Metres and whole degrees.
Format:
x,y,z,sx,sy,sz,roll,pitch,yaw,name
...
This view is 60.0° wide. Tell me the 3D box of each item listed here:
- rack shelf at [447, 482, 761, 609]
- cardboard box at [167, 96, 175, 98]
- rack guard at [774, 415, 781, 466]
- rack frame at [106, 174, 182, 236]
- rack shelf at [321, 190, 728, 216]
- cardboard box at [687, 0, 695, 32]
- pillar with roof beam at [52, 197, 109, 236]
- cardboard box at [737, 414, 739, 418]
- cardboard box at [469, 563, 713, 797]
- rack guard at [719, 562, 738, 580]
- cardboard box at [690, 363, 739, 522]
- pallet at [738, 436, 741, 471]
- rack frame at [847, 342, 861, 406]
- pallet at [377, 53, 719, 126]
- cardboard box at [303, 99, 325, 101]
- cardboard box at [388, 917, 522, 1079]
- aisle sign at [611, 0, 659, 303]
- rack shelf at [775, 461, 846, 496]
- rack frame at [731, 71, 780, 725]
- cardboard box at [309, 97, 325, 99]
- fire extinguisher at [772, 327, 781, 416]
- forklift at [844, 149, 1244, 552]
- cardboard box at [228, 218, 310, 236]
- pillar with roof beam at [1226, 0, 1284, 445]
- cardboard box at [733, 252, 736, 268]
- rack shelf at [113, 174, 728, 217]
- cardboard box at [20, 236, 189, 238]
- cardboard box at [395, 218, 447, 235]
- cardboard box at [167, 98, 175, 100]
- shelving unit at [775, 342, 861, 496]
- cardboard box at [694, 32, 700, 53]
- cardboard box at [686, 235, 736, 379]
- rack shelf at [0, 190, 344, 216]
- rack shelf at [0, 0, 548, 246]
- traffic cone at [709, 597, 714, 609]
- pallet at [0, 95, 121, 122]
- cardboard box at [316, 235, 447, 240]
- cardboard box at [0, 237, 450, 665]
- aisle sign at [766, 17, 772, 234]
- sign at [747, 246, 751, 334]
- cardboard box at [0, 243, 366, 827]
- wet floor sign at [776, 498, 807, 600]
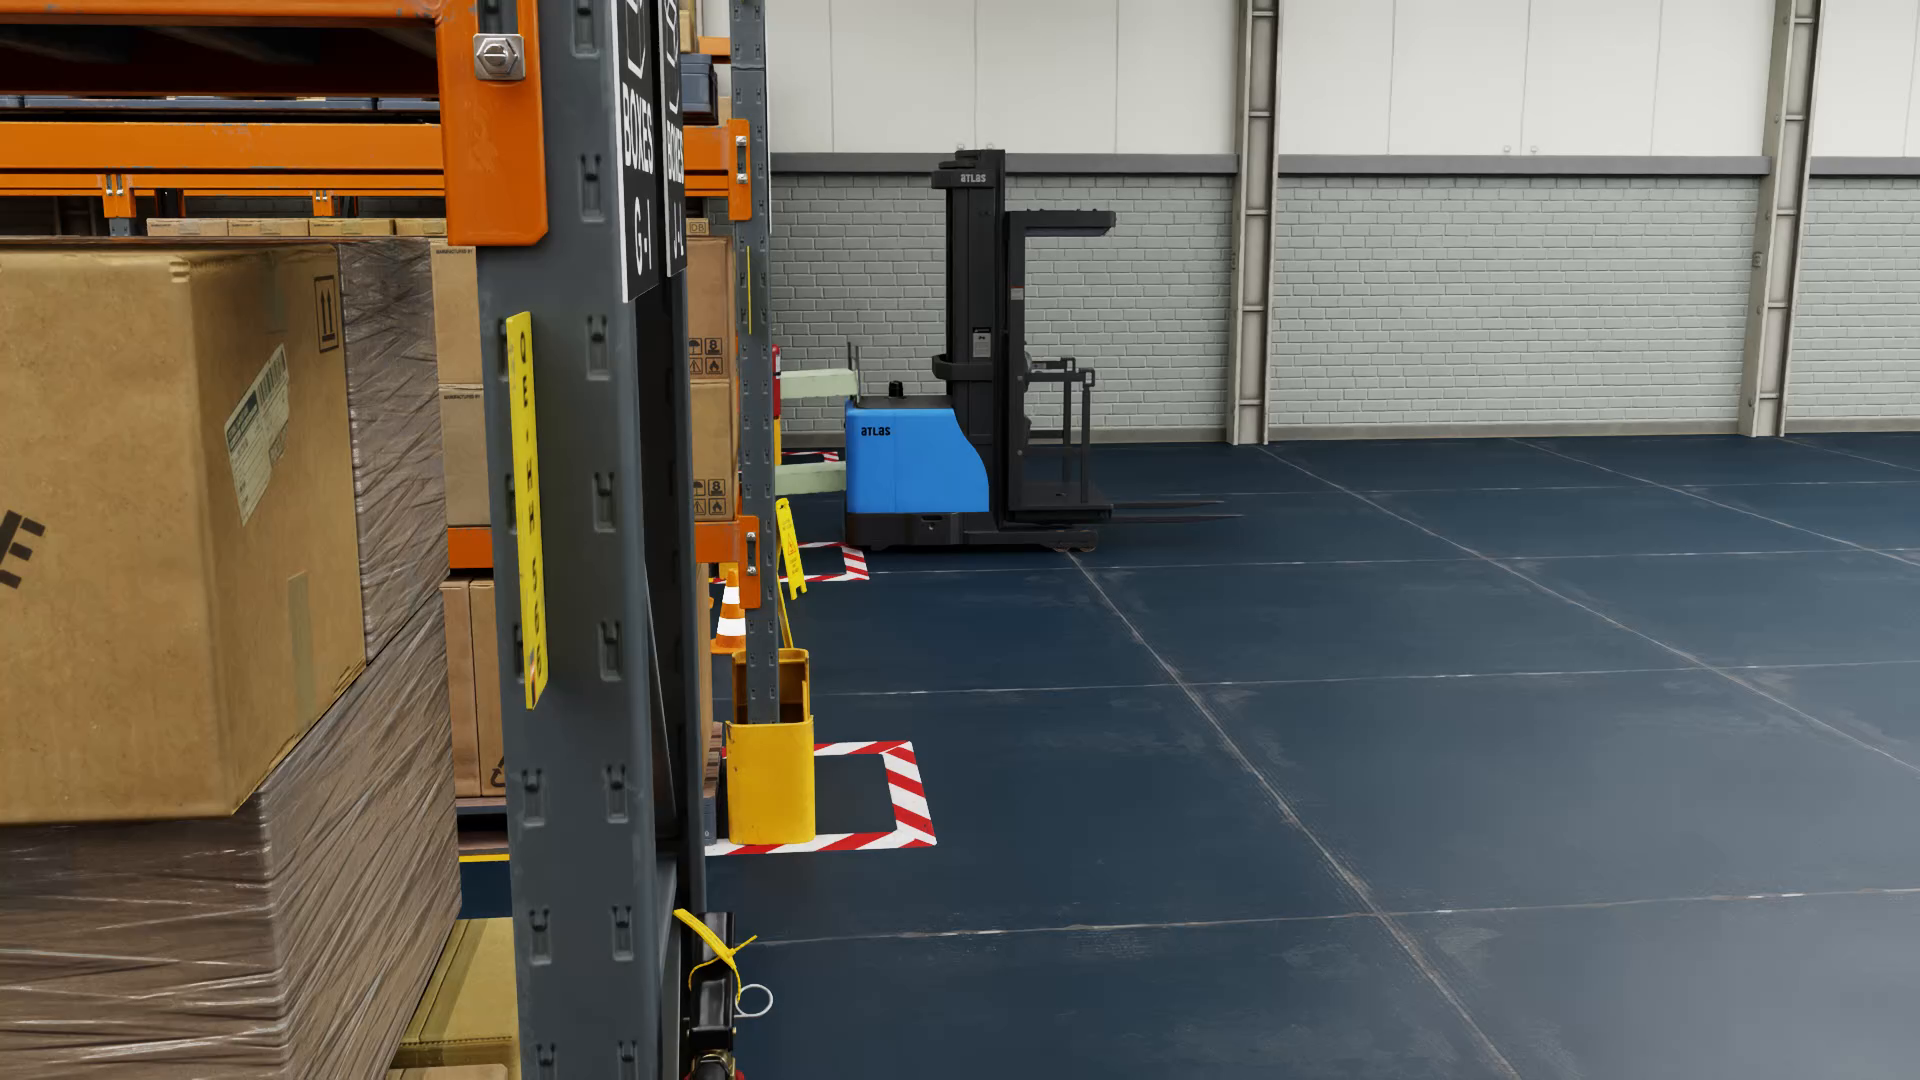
x,y,z,sx,sy,sz,roll,pitch,yaw,name
-2.828,0.032,6.797,4.000,0.370,1.077,-1,11,-6,rack shelf
-5.103,-2.911,10.706,0.250,0.149,0.380,-1,11,-7,cardboard box
-1.991,-1.036,16.842,0.348,0.500,1.175,-1,11,-6,rack guard
-5.451,-1.227,11.333,0.127,3.000,1.000,-1,11,-6,rack frame
-4.003,-3.339,16.167,4.000,0.370,1.077,-1,11,-6,rack shelf
-1.347,-2.202,6.785,0.500,0.250,0.500,-1,11,-6,cardboard box
-8.304,-4.414,11.990,0.400,9.000,9.100,-1,11,-6,pillar with roof beam
-2.504,-1.394,16.928,0.500,0.250,0.500,-1,11,-5,cardboard box
-1.507,0.500,6.967,0.875,0.875,0.875,-1,11,-6,cardboard box
-1.550,-0.082,11.990,0.348,0.500,1.175,-1,11,-6,rack guard
-1.204,-0.420,6.841,0.550,0.550,0.875,-1,11,-6,cardboard box
-2.770,-0.870,16.746,1.213,0.211,1.003,-1,11,-6,pallet
-0.781,-0.739,12.644,0.023,1.500,0.400,-4,12,-12,rack frame
-1.576,-1.774,6.569,1.213,0.211,1.003,-1,11,-6,pallet
-3.973,-2.748,10.913,0.500,0.250,0.500,-1,11,-6,cardboard box
-0.714,0.674,2.317,0.250,0.149,0.380,-1,11,-6,cardboard box
-0.310,-0.629,1.553,0.004,0.787,0.394,-1,11,-6,aisle sign
-1.127,-0.392,12.632,0.720,0.370,0.431,-4,12,-12,rack shelf
-0.840,-0.363,6.939,0.127,3.000,1.000,-1,11,-6,rack frame
-4.079,-2.941,10.859,0.250,0.149,0.380,-2,11,-8,cardboard box
-1.311,-1.186,11.327,0.183,0.674,0.296,-1,11,-6,fire extinguisher
0.627,-1.447,12.632,3.031,2.935,1.130,-1,11,-4,forklift
-4.480,-1.887,11.066,0.500,0.500,0.700,-1,11,-6,cardboard box
3.626,-4.664,13.262,0.400,9.000,9.100,-1,11,-6,pillar with roof beam
-2.371,-2.809,16.670,0.250,0.149,0.380,-1,11,-7,cardboard box
-3.463,-2.387,11.325,4.000,0.370,1.077,-1,11,-6,rack shelf
-3.360,-0.903,6.497,0.550,0.550,0.875,-1,11,-6,cardboard box
-3.470,-1.920,11.237,0.500,0.500,0.700,-1,11,-6,cardboard box
-4.984,-2.728,10.809,0.500,0.250,0.500,-1,11,-7,cardboard box
-1.137,-0.711,12.565,0.755,1.500,0.431,-4,12,-12,shelving unit
-1.215,-2.021,6.900,0.250,0.149,0.380,-1,11,-6,cardboard box
-1.213,-0.966,6.819,0.550,0.550,0.875,-1,11,-6,cardboard box
-7.979,-3.256,15.743,4.000,0.370,1.077,-1,11,-6,rack shelf
-2.393,-0.487,1.658,4.000,0.370,1.077,-1,11,-6,rack shelf
-1.763,0.191,10.698,0.334,0.463,0.336,-1,11,-6,traffic cone
-4.002,-1.723,6.311,1.213,0.211,1.003,-1,11,-6,pallet
-2.321,-0.952,6.744,0.550,0.550,0.875,-1,11,-6,cardboard box
-0.981,-0.136,2.163,0.500,0.500,0.500,-1,11,-6,cardboard box
-0.737,-1.583,6.403,0.004,0.787,0.394,-1,11,-6,aisle sign
-0.795,-0.943,6.274,0.005,0.325,0.100,-1,11,-6,sign
-0.925,-0.037,1.656,0.500,0.500,0.500,-1,11,-6,cardboard box
-1.170,0.046,10.960,0.232,0.644,0.267,3,11,14,wet floor sign
